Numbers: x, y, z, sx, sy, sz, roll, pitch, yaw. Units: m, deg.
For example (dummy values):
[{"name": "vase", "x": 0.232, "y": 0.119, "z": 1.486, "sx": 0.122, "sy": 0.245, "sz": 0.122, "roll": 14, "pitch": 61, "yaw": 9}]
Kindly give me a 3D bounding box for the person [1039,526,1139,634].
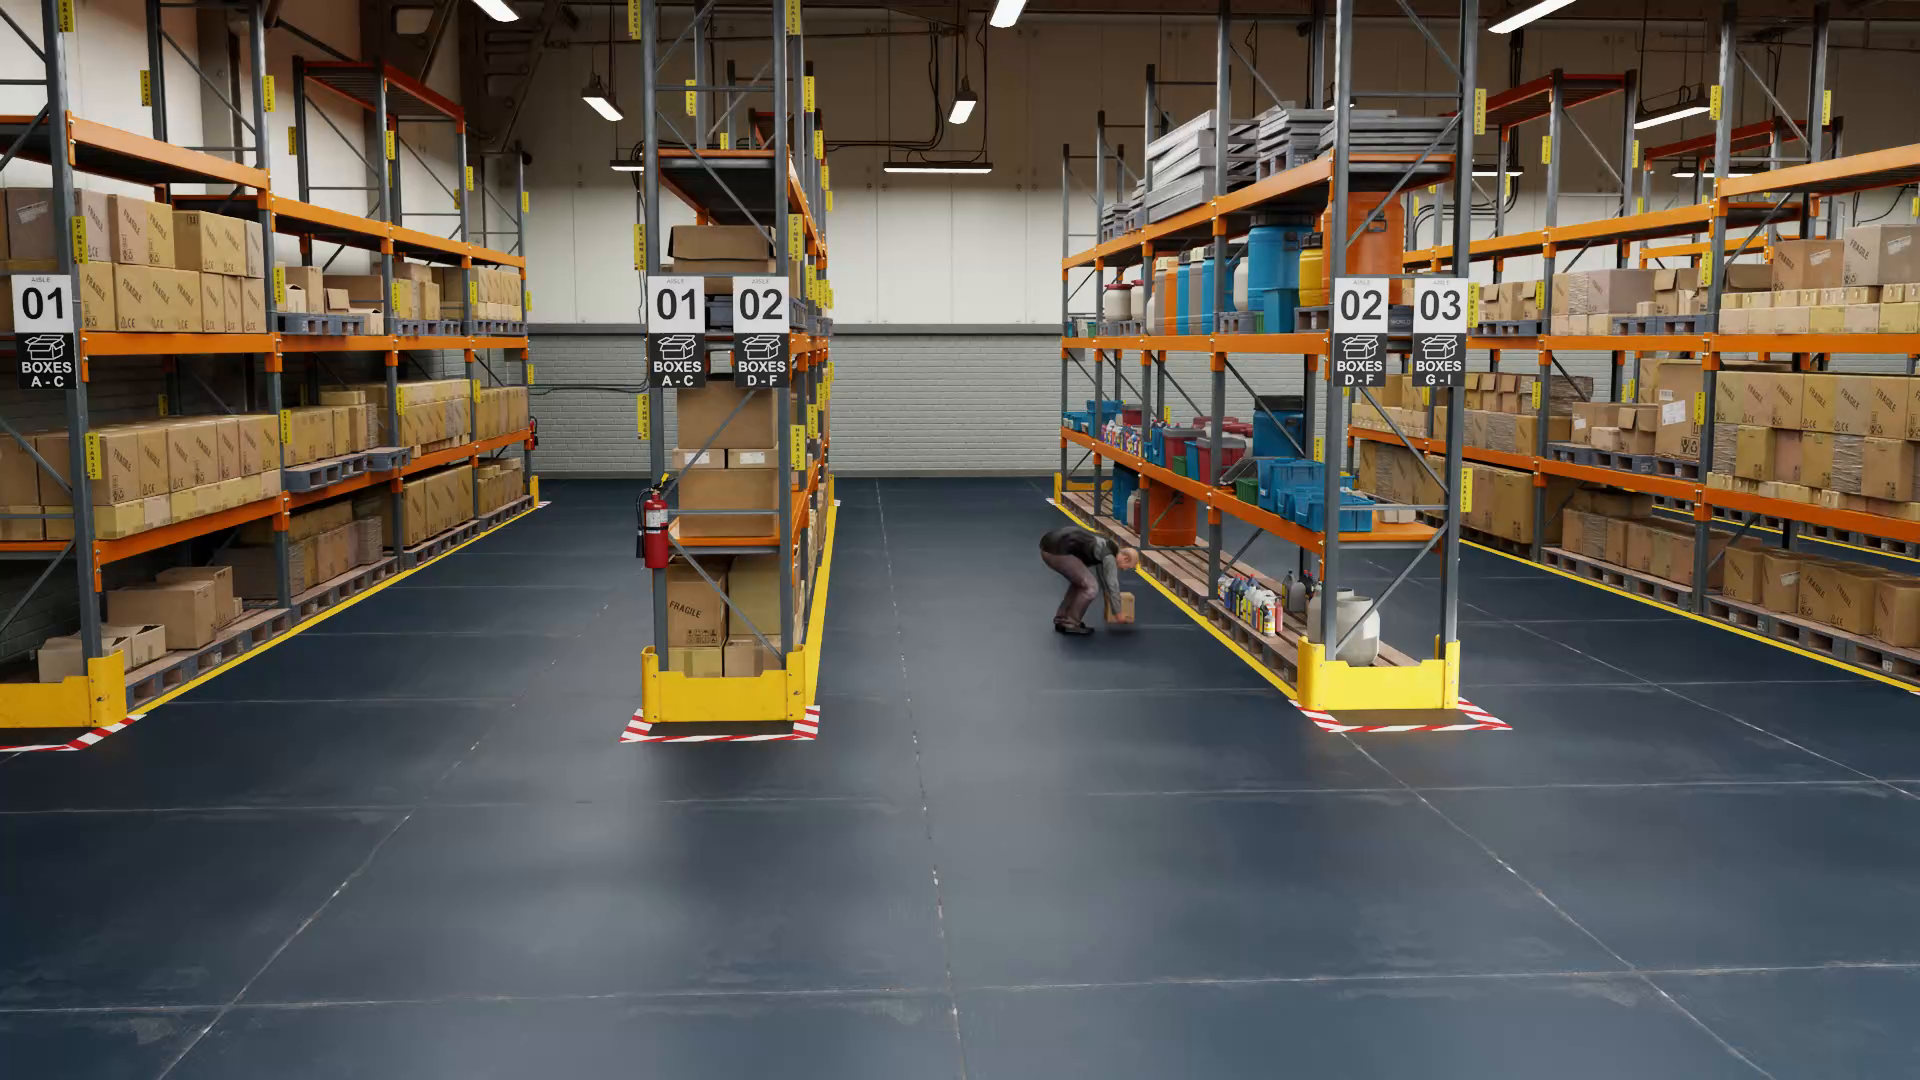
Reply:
[{"name": "person", "x": 1.226, "y": 0.365, "z": 15.768, "sx": 0.948, "sy": 1.014, "sz": 0.496, "roll": -1, "pitch": 7, "yaw": -7}]
